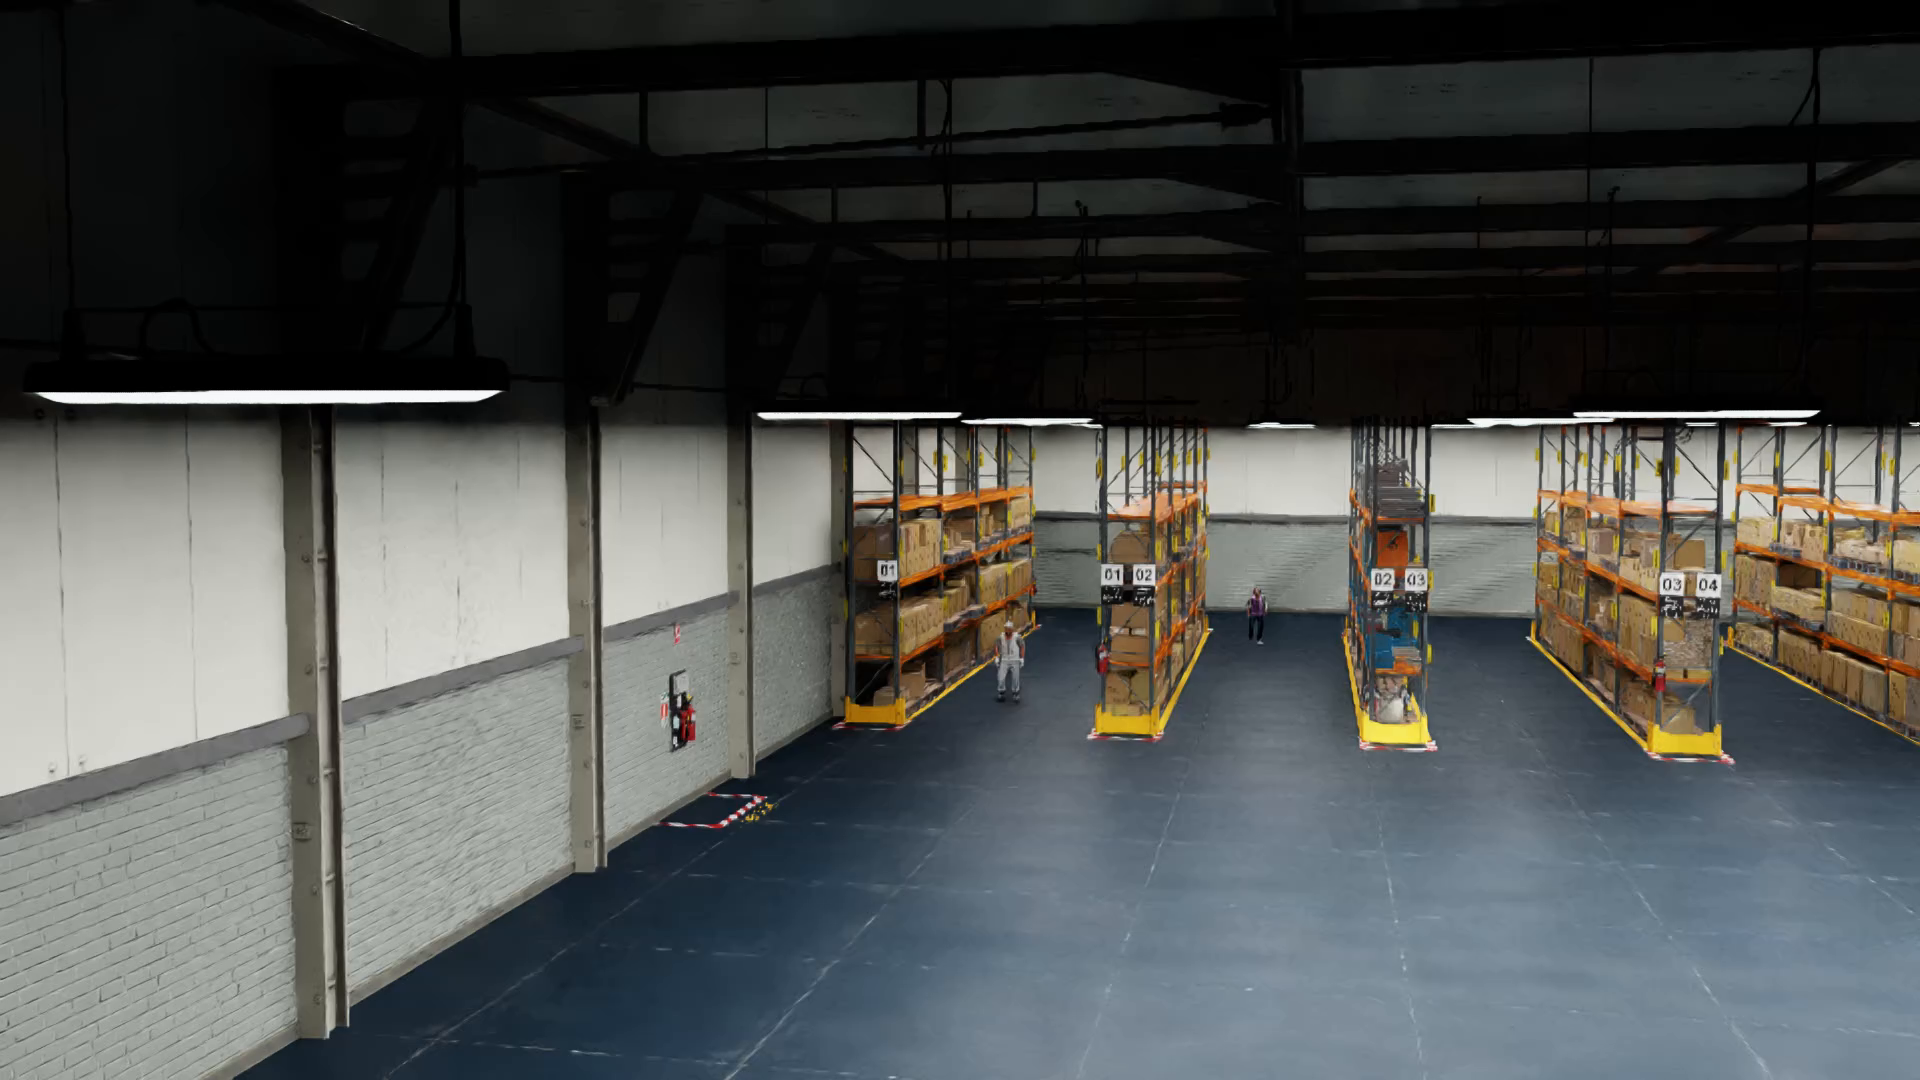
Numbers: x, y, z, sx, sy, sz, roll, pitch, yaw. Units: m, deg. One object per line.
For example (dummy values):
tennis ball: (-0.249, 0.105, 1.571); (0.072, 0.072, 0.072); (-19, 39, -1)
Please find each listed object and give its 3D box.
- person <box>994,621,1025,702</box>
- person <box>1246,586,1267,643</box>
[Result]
person: (1.032, 2.531, 34.807); (0.677, 1.719, 0.552); (1, 4, 11)
person: (7.945, 1.993, 44.571); (0.566, 1.541, 0.519); (1, 4, 9)
